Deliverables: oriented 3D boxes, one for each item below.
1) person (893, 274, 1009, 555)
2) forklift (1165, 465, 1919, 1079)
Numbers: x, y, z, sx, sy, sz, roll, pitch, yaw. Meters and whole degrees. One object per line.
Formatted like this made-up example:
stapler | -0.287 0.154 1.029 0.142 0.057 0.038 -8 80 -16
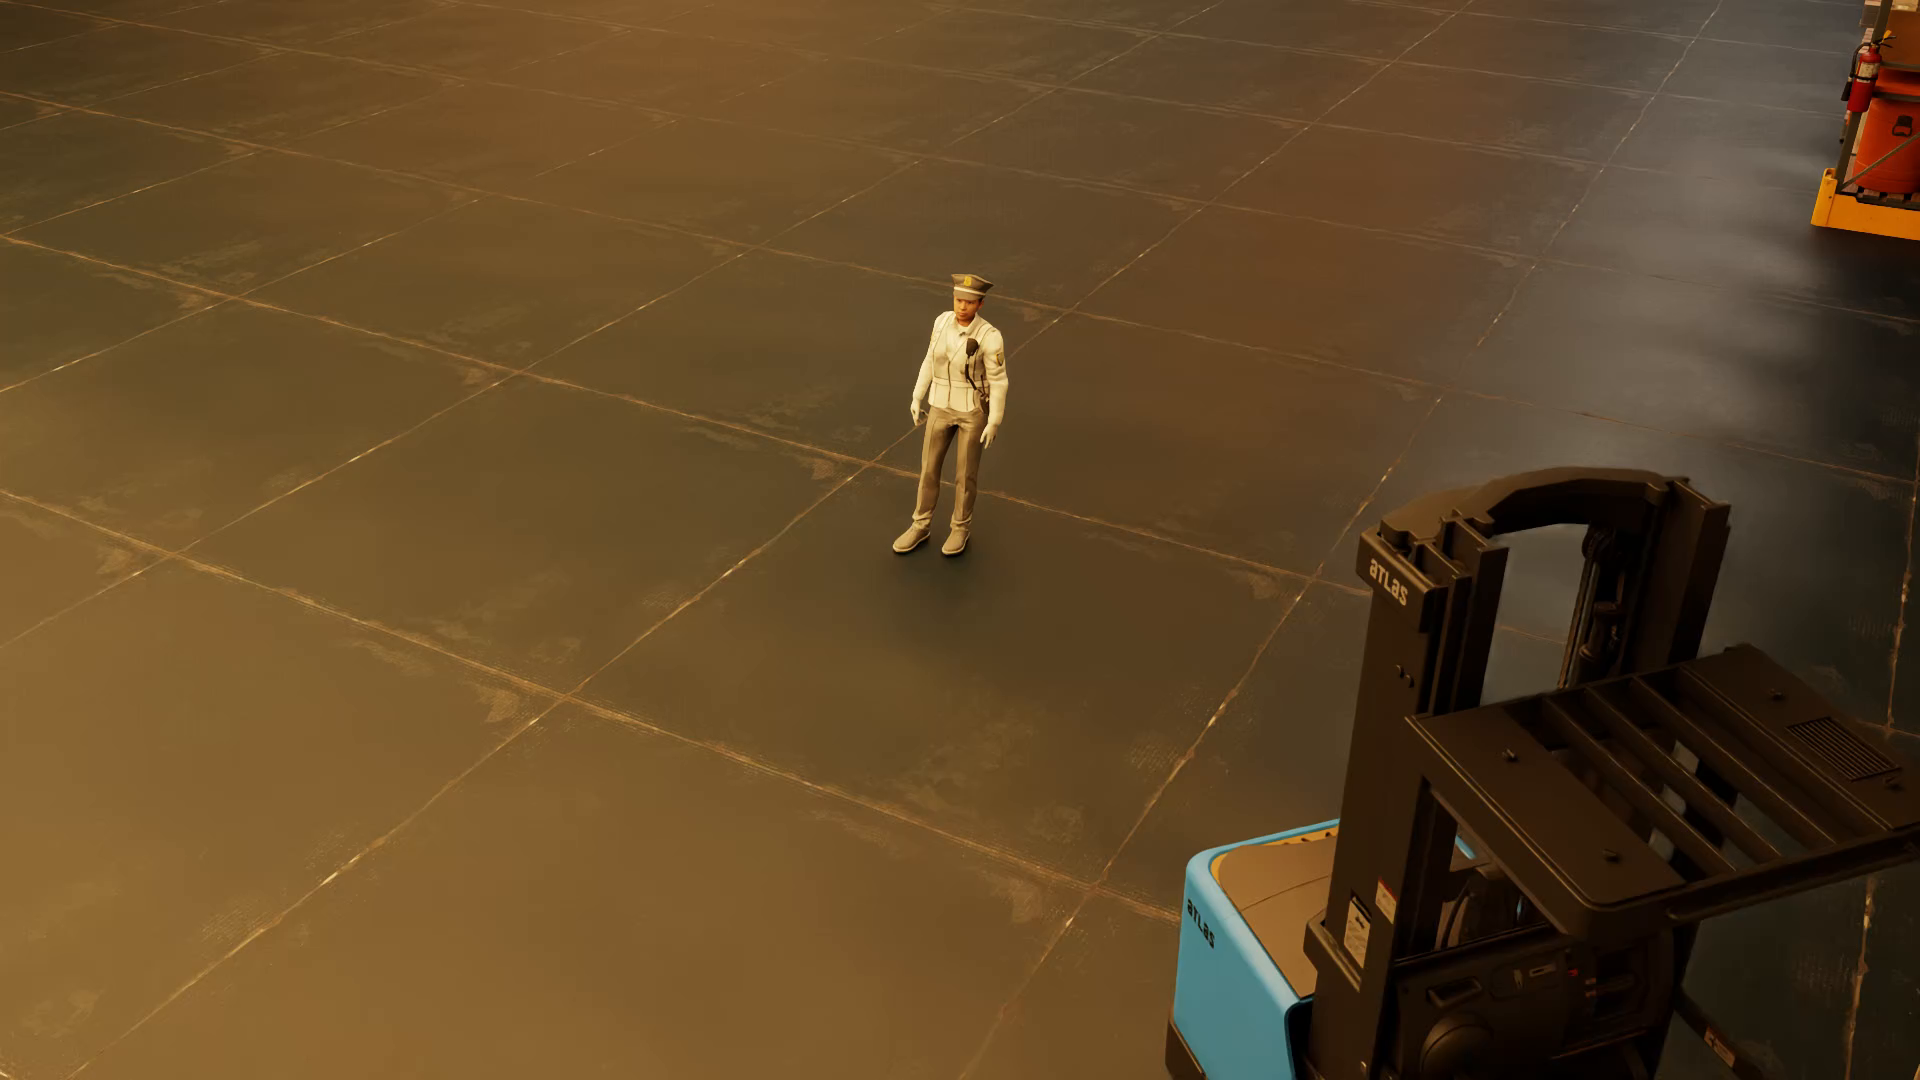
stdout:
person | -0.040 -0.712 9.526 0.586 1.694 0.530 15 33 25
forklift | 1.744 1.397 4.651 1.130 2.935 3.031 -10 31 -16
